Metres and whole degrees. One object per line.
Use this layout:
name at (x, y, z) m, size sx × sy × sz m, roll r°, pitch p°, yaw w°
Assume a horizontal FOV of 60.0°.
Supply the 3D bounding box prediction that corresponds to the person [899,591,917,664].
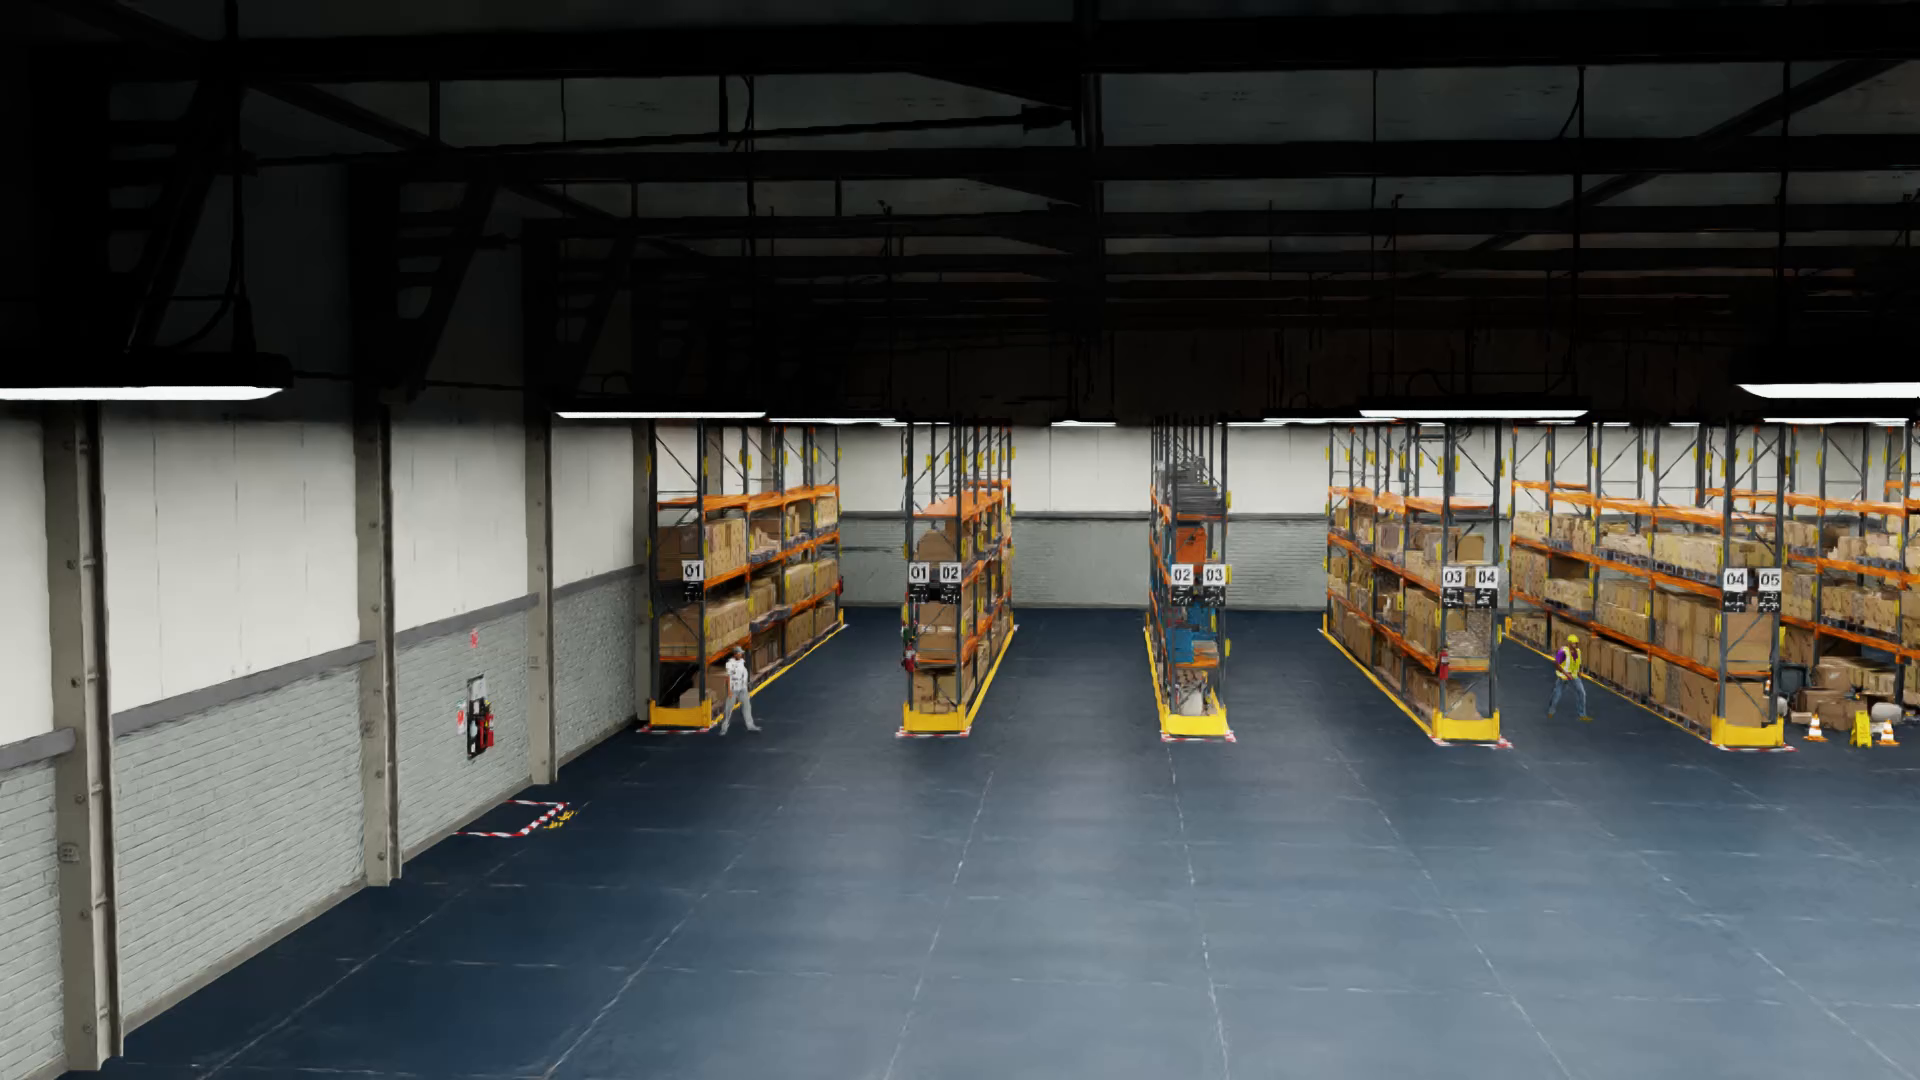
person at (-1.291, 2.107, 40.222) m, size 0.493 × 1.785 × 0.606 m, roll 3°, pitch 5°, yaw 34°

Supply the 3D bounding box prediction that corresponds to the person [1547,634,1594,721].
person at (11.922, 2.674, 32.603) m, size 0.708 × 1.703 × 0.842 m, roll -1°, pitch 4°, yaw -12°

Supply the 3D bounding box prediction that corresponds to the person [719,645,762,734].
person at (-4.152, 2.790, 31.171) m, size 0.563 × 1.655 × 0.734 m, roll 4°, pitch 5°, yaw 43°
